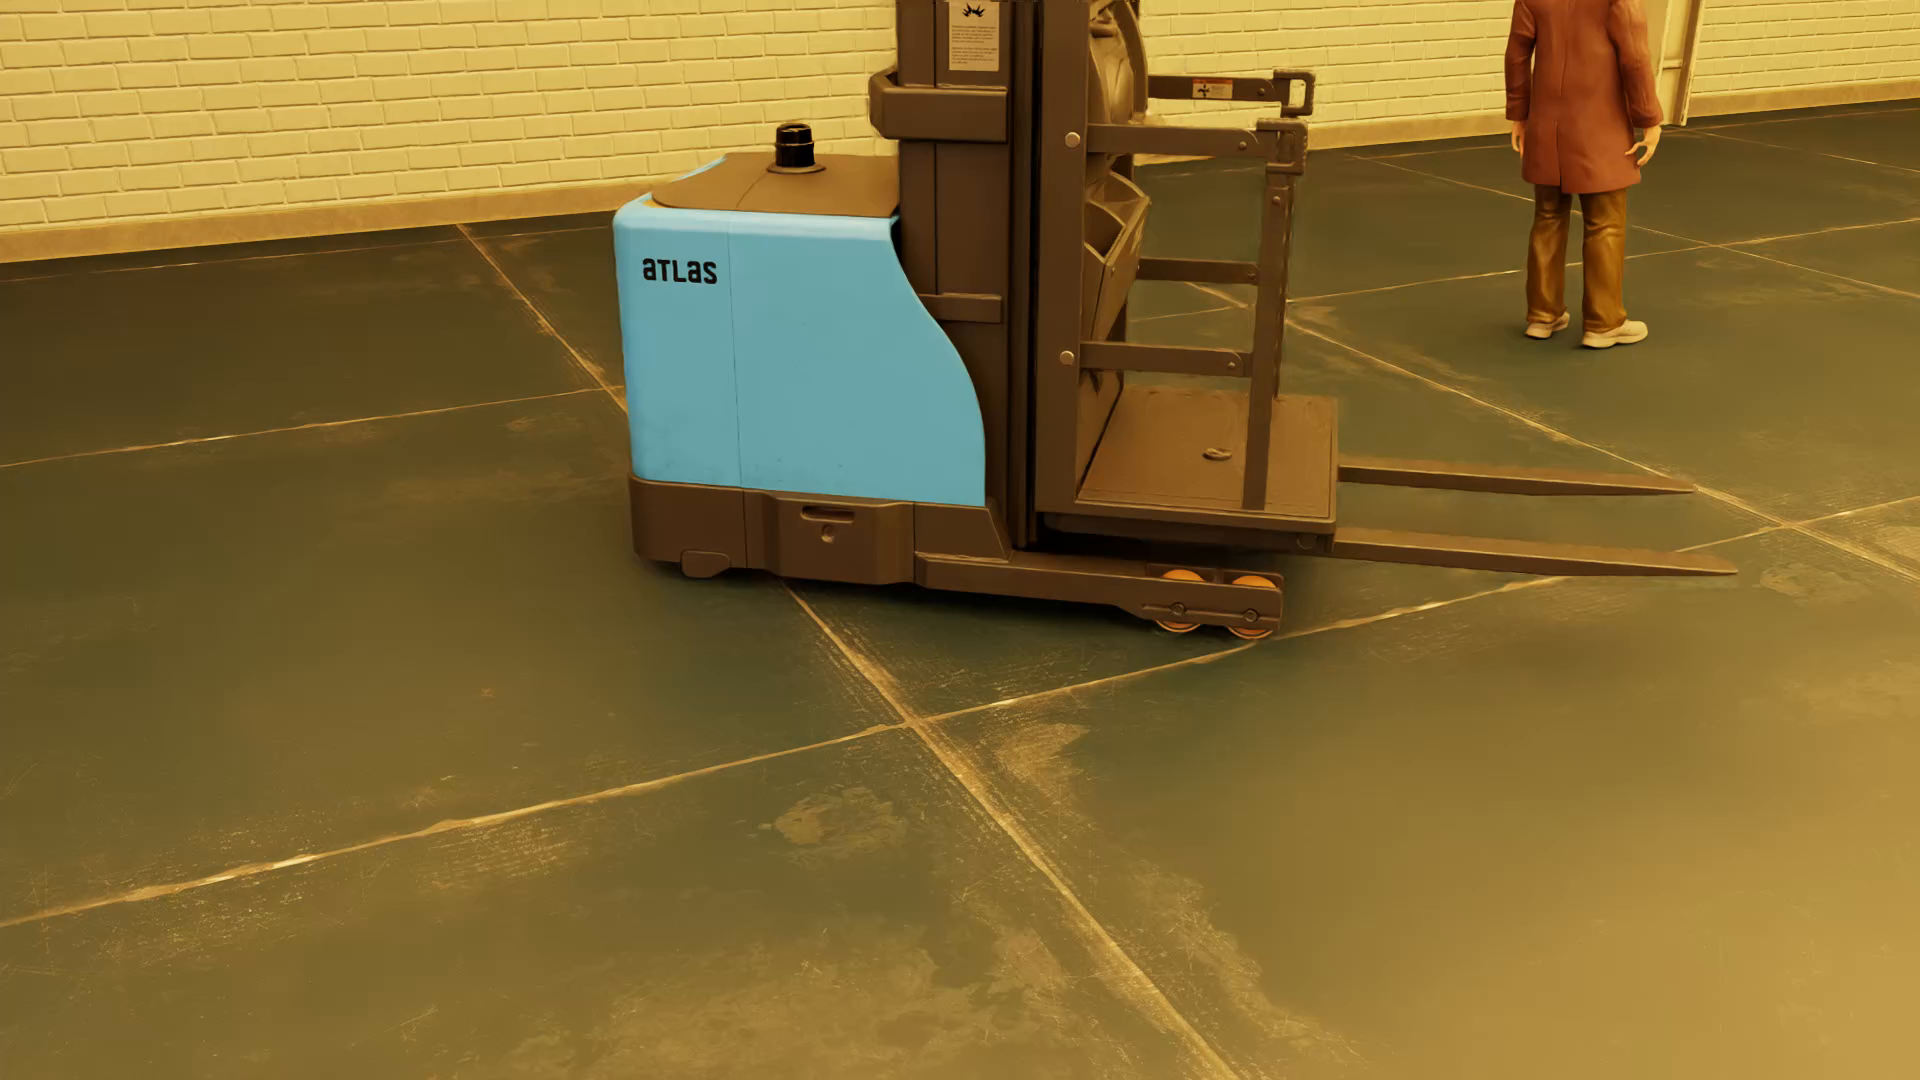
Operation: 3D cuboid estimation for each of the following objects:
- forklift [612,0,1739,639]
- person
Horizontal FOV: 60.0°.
[{"bbox_3d":[0.615,-1.310,4.441,3.031,2.935,1.130,5,23,11],"label":"forklift"},{"bbox_3d":[2.614,-1.712,6.913,0.540,1.787,0.687,-18,28,-36],"label":"person"}]
